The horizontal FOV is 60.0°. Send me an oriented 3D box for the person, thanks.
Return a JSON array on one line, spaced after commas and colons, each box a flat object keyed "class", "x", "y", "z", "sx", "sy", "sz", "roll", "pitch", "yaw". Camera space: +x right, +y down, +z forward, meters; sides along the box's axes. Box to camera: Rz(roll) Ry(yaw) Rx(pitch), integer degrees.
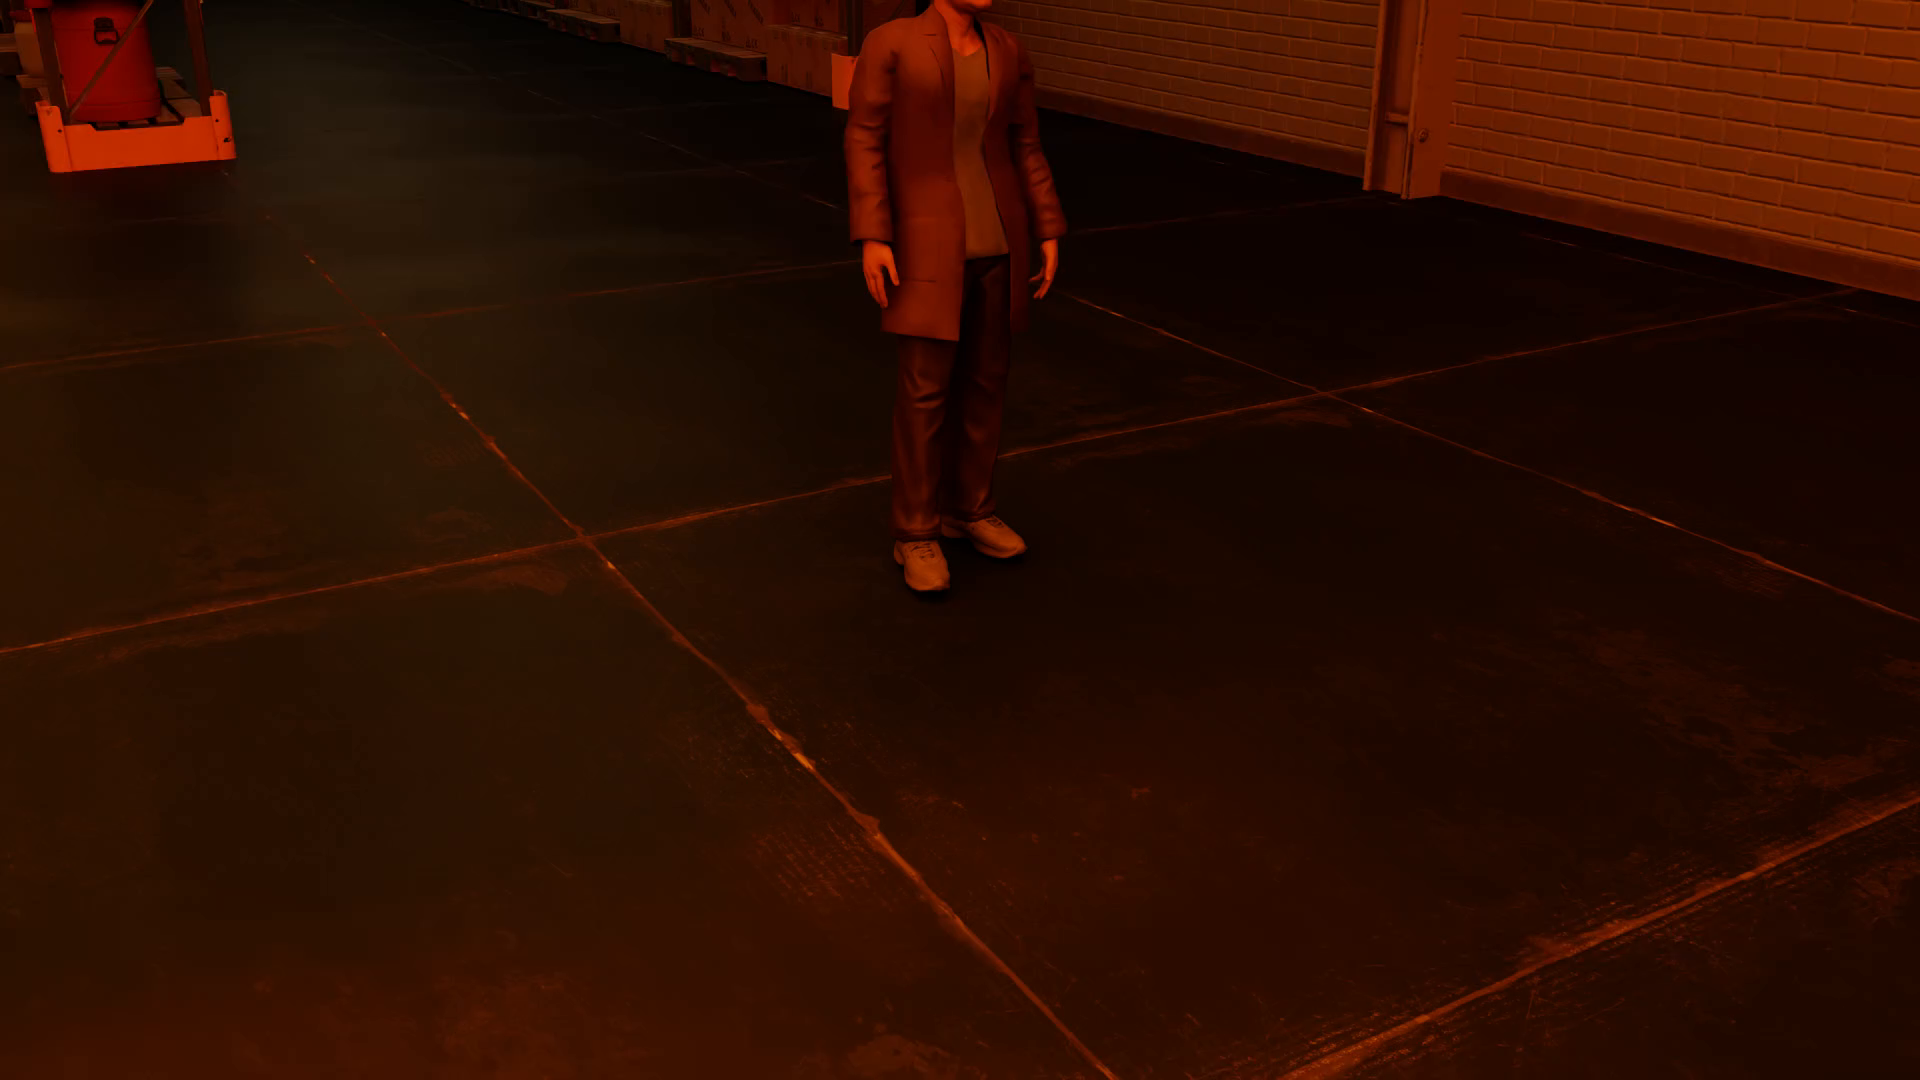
[{"class": "person", "x": 0.043, "y": -0.799, "z": 4.719, "sx": 0.698, "sy": 1.778, "sz": 0.579, "roll": -12, "pitch": 25, "yaw": -28}]
